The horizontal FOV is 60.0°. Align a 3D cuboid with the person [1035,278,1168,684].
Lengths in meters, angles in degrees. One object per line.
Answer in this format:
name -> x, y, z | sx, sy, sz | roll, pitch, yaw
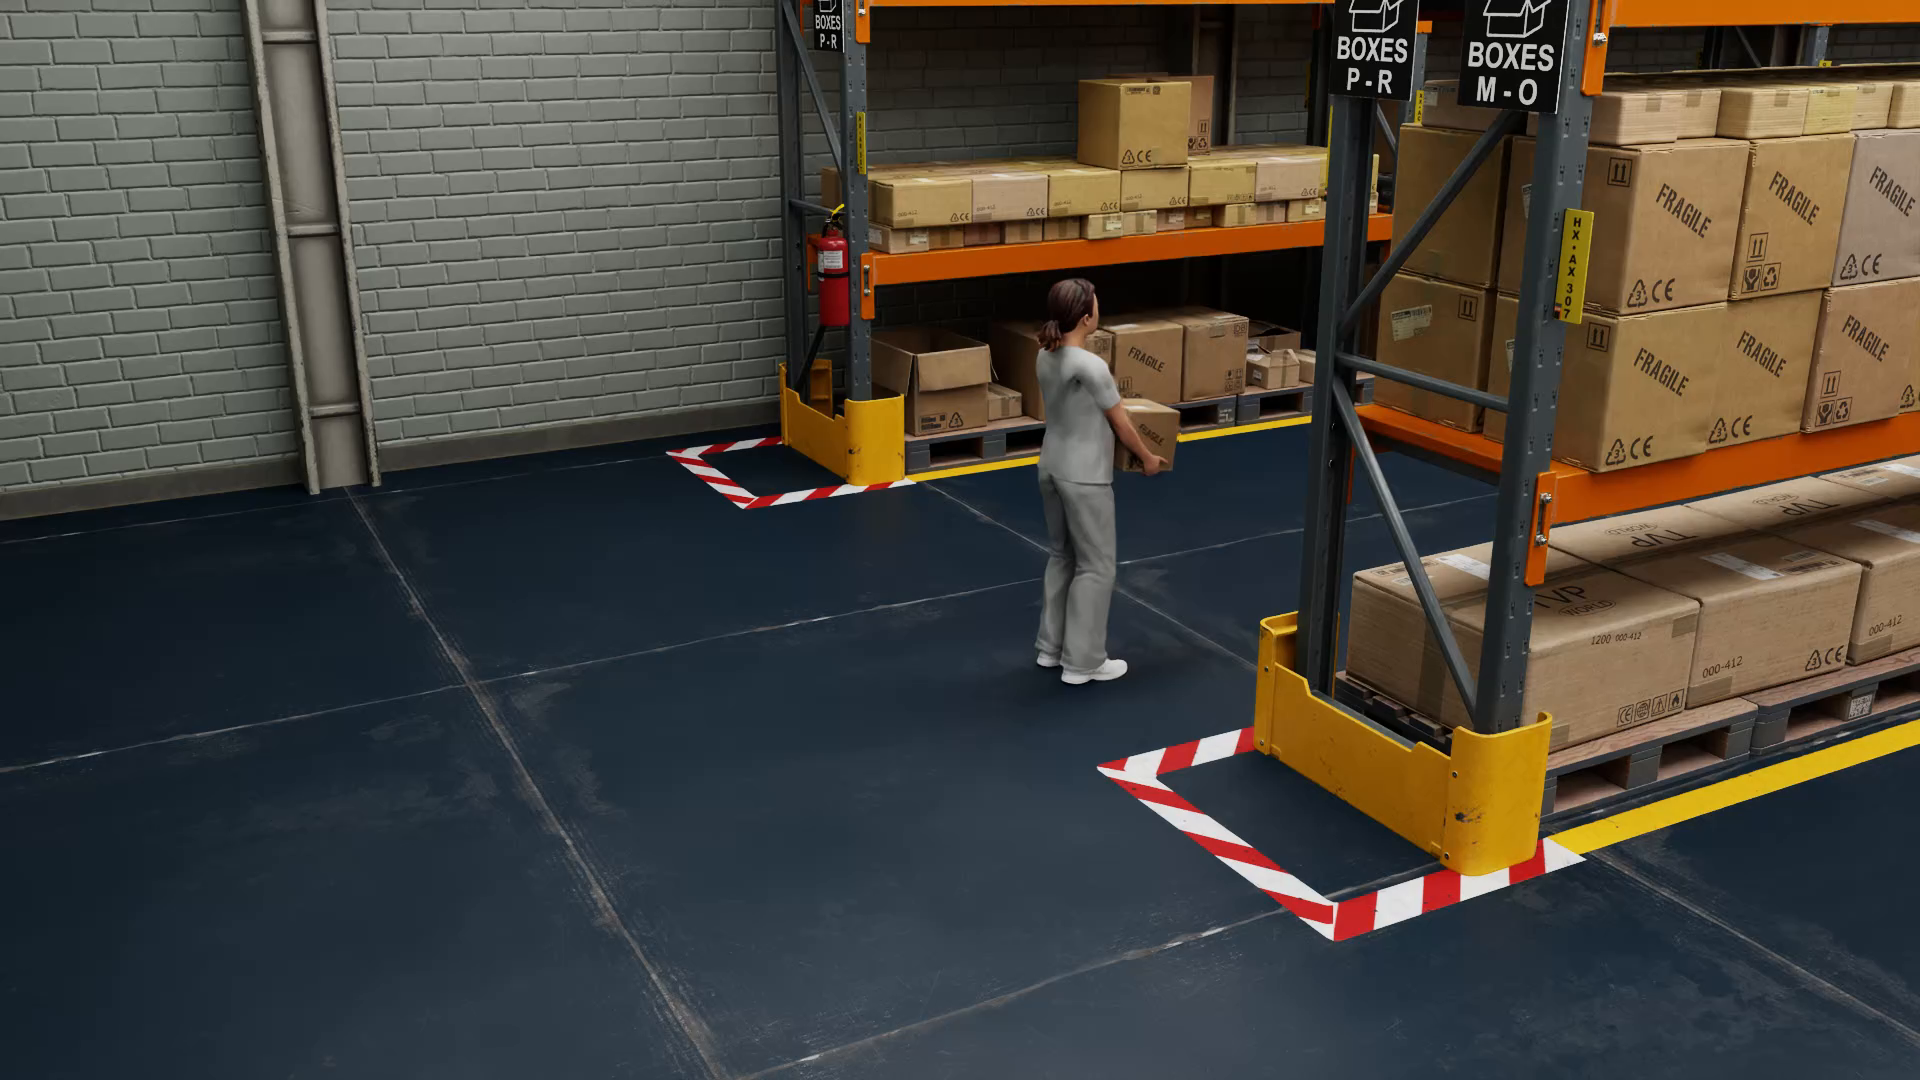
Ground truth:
person -> 0.548, -0.250, 6.827 | 0.542, 1.668, 0.424 | -10, 21, -27
